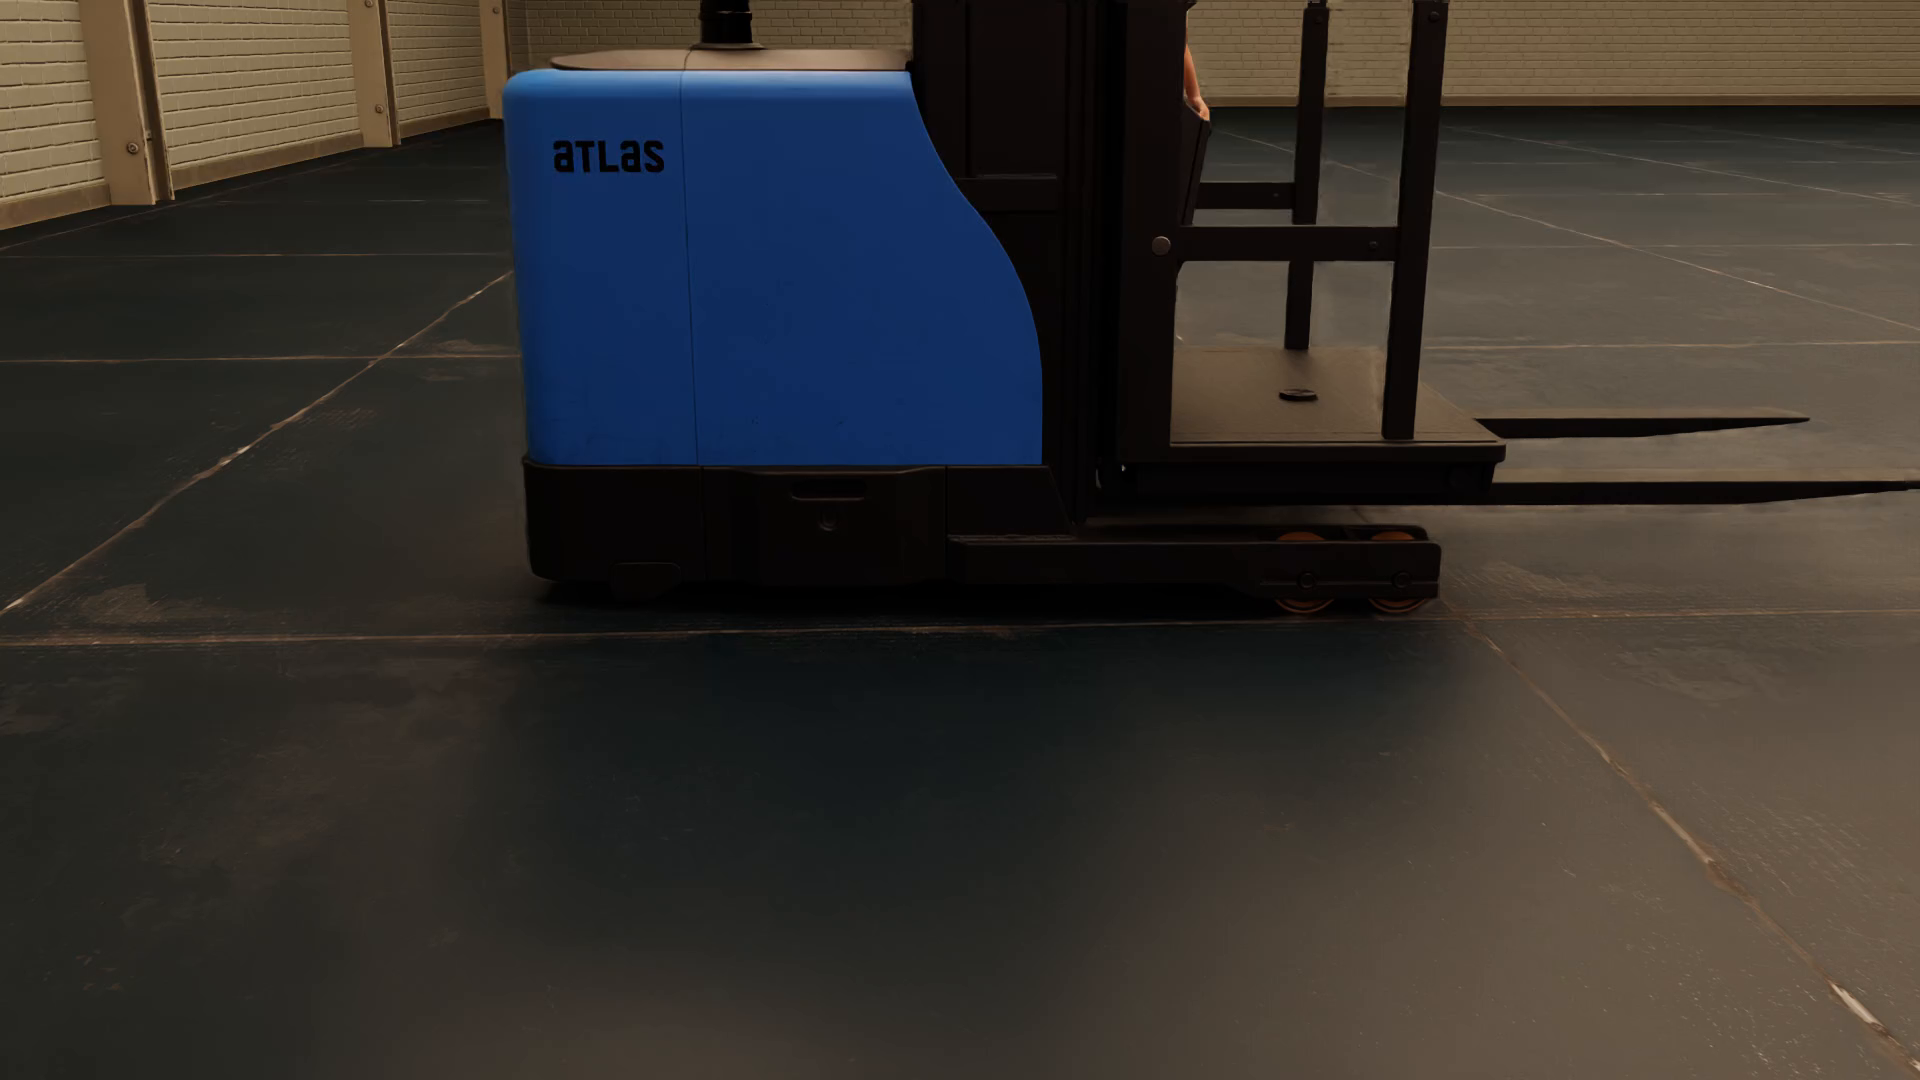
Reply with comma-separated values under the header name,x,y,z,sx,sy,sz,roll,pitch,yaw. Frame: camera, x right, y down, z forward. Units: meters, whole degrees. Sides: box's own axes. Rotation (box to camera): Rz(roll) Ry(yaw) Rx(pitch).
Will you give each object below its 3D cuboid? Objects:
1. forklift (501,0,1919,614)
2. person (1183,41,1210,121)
name,x,y,z,sx,sy,sz,roll,pitch,yaw
forklift,0.611,-1.406,3.503,3.031,2.935,1.130,0,17,-1
person,0.522,-1.782,6.809,0.909,1.729,0.715,-4,18,-14
